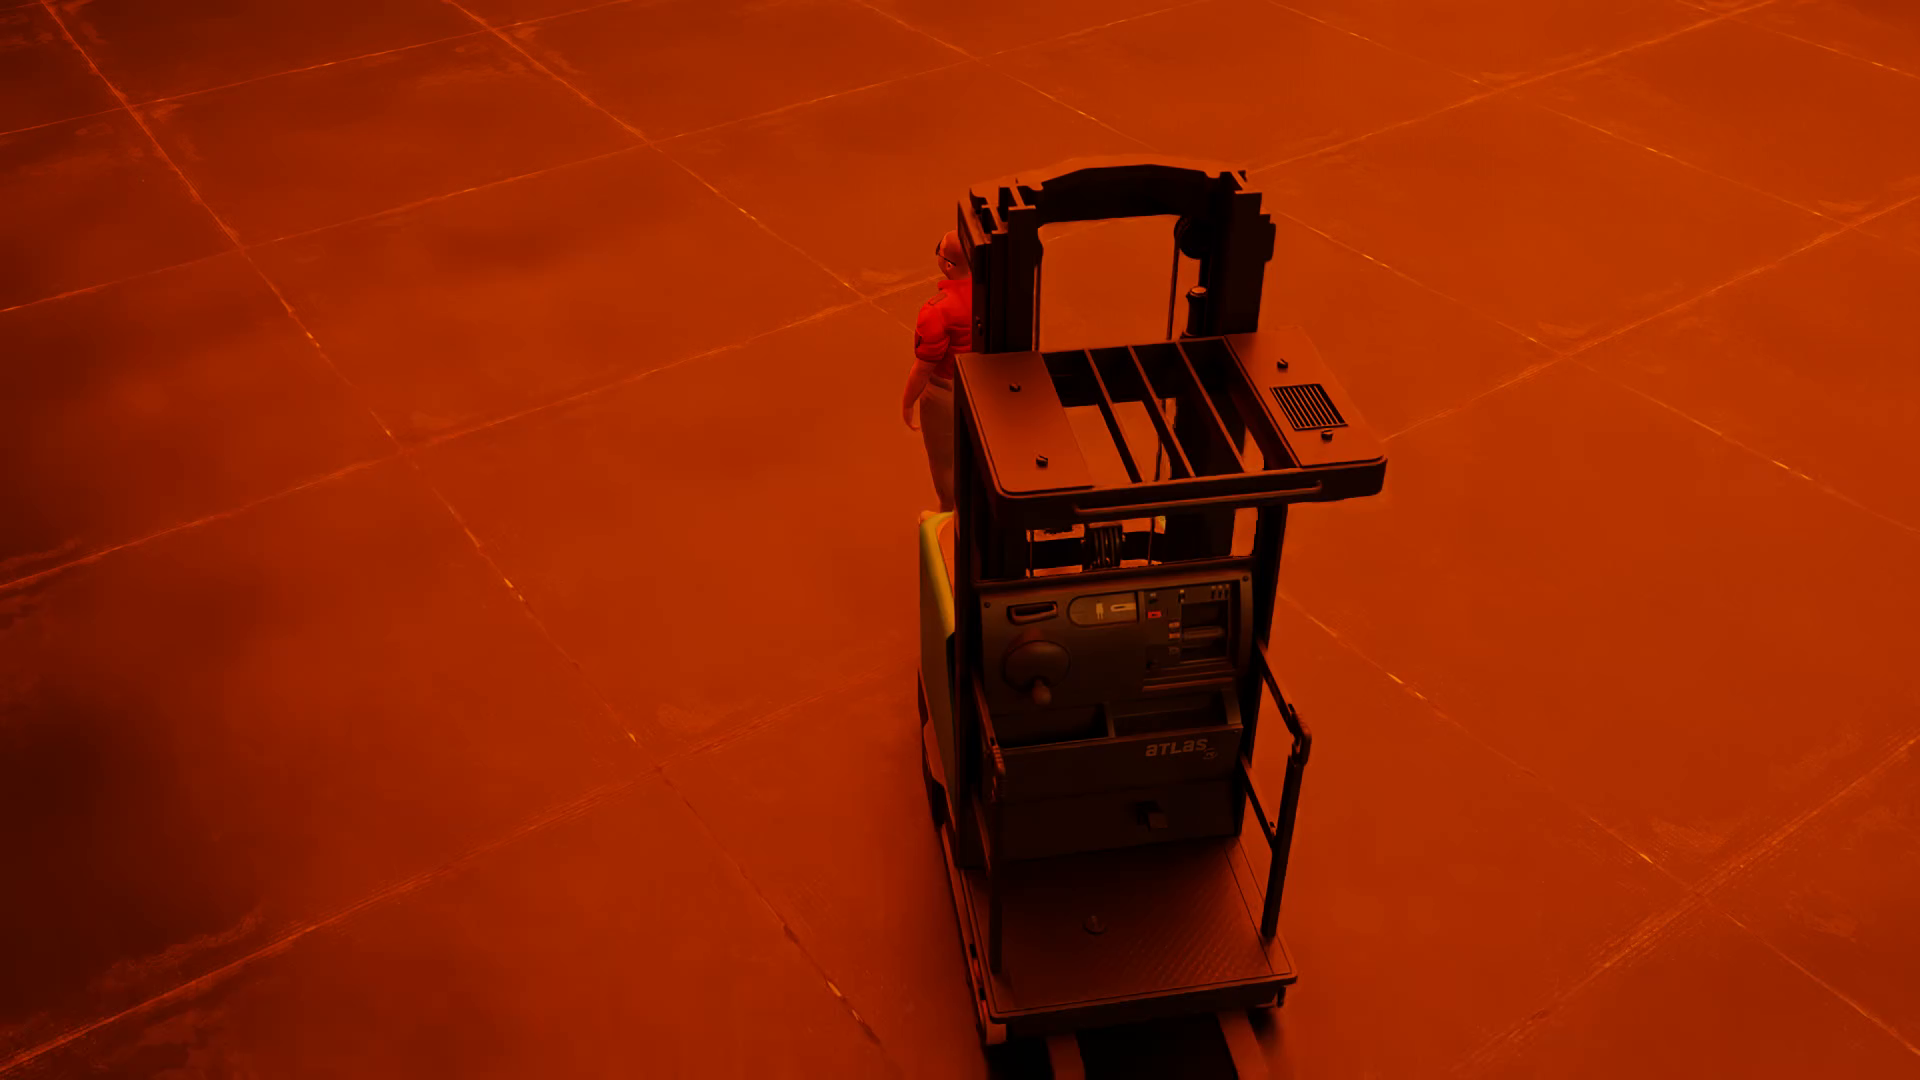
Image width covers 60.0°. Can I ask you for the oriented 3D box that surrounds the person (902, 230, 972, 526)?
[{"bbox_3d":[-0.043,-0.749,7.955,0.641,1.727,0.550,-23,42,-28],"label":"person"}]

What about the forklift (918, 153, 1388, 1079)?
[{"bbox_3d":[0.565,0.395,5.410,1.130,2.935,3.031,-6,37,-7],"label":"forklift"}]
